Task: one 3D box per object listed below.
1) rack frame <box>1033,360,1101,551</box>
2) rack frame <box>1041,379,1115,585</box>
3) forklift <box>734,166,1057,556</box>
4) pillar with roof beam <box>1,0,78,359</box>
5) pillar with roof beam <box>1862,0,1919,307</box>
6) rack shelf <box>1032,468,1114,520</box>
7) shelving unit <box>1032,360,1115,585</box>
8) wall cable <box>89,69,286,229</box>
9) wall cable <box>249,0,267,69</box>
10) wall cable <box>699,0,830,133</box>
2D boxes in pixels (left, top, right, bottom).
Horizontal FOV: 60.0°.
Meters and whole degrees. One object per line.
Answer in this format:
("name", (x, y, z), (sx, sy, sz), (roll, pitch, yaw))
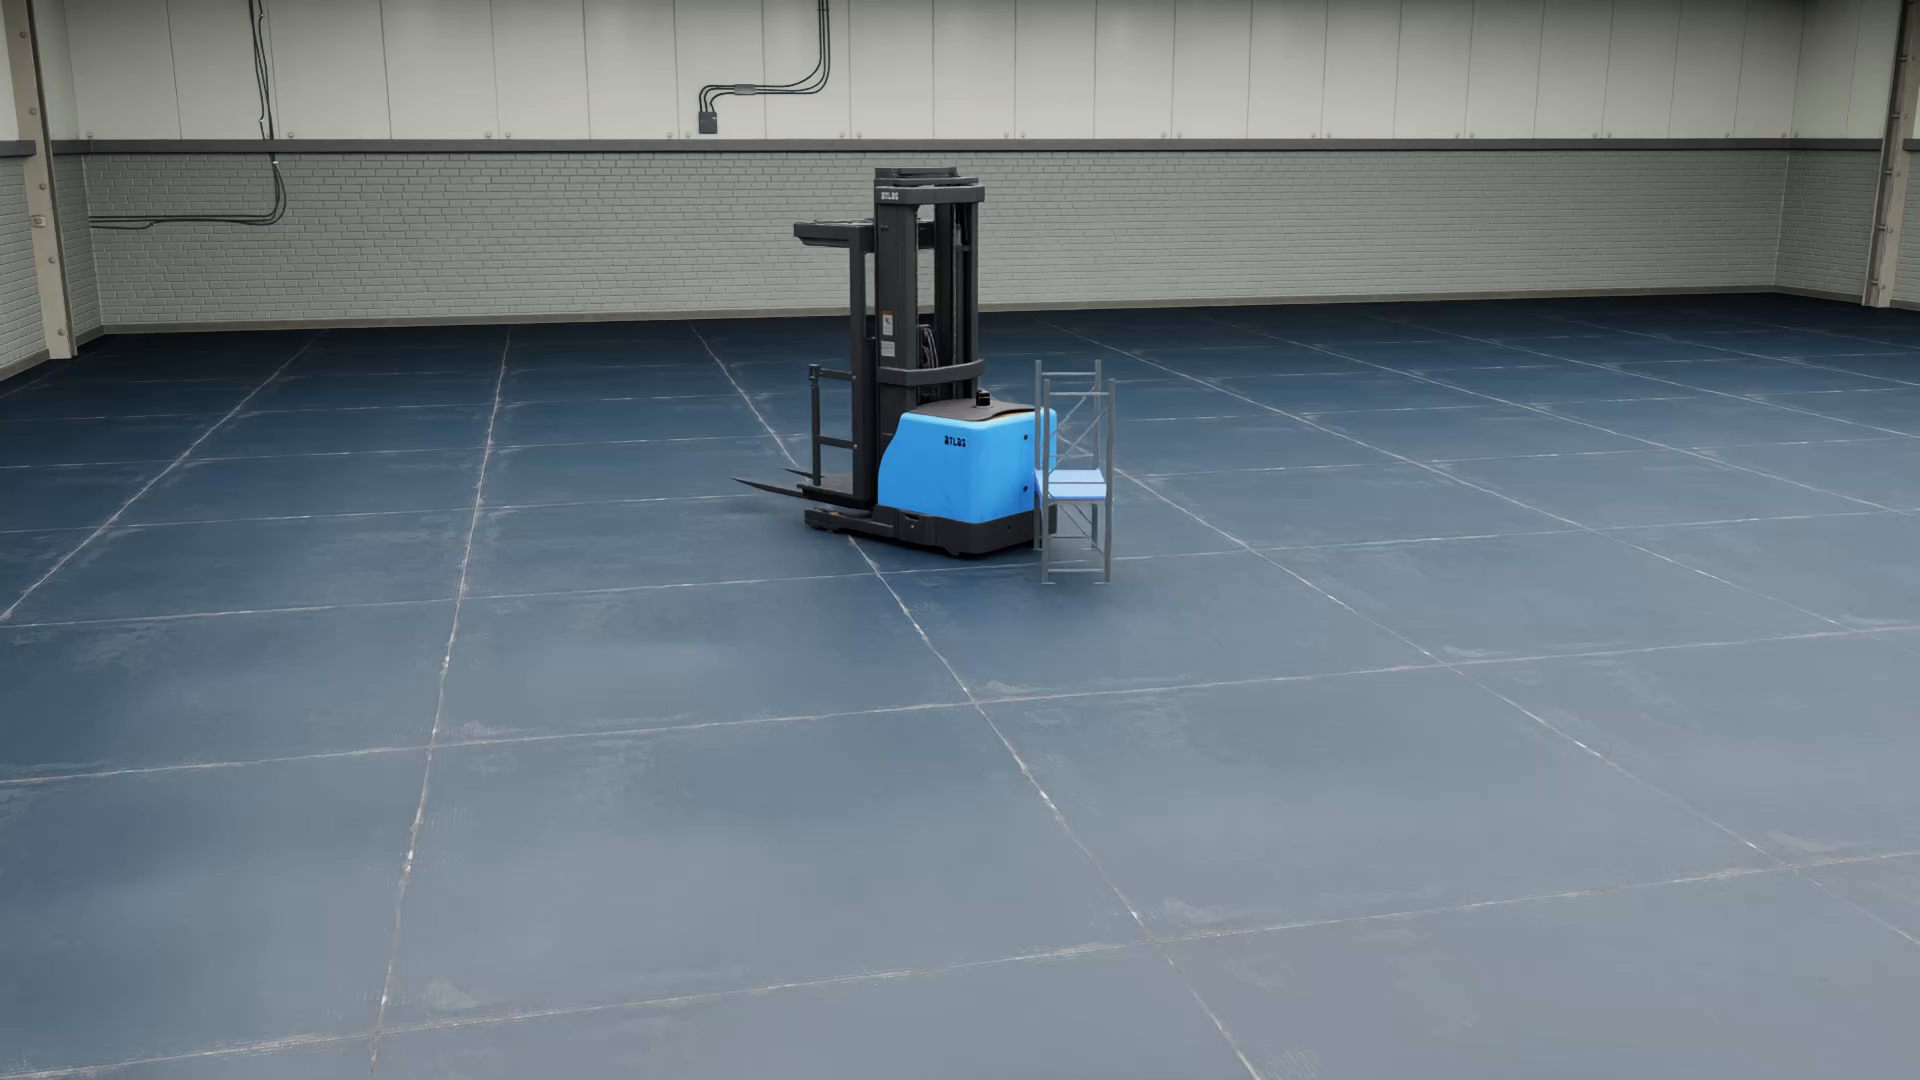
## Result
("rack frame", (0.829, -0.646, 12.913), (0.500, 1.500, 0.032), (0, 14, -1))
("rack frame", (0.844, -0.405, 11.925), (0.500, 1.500, 0.032), (0, 14, -1))
("forklift", (-0.654, -1.570, 13.676), (3.031, 2.935, 1.130), (12, 18, 40))
("pillar with roof beam", (-9.009, -7.304, 24.364), (9.100, 9.000, 0.400), (-3, 14, -13))
("pillar with roof beam", (13.241, -8.580, 29.587), (9.100, 9.000, 0.400), (-3, 14, -13))
("rack shelf", (0.836, -0.351, 12.462), (0.538, 0.185, 1.000), (0, 14, -1))
("shelving unit", (0.836, -0.526, 12.419), (0.538, 1.500, 1.048), (0, 14, -1))
("wall cable", (-12.600, -6.309, 26.834), (3.097, 2.526, 0.112), (-3, 14, -13))
("wall cable", (-9.970, -8.914, 26.852), (3.097, 2.526, 0.112), (-3, 14, -13))
("wall cable", (-3.368, -9.995, 28.213), (2.305, 6.003, 0.169), (-3, 14, -13))
